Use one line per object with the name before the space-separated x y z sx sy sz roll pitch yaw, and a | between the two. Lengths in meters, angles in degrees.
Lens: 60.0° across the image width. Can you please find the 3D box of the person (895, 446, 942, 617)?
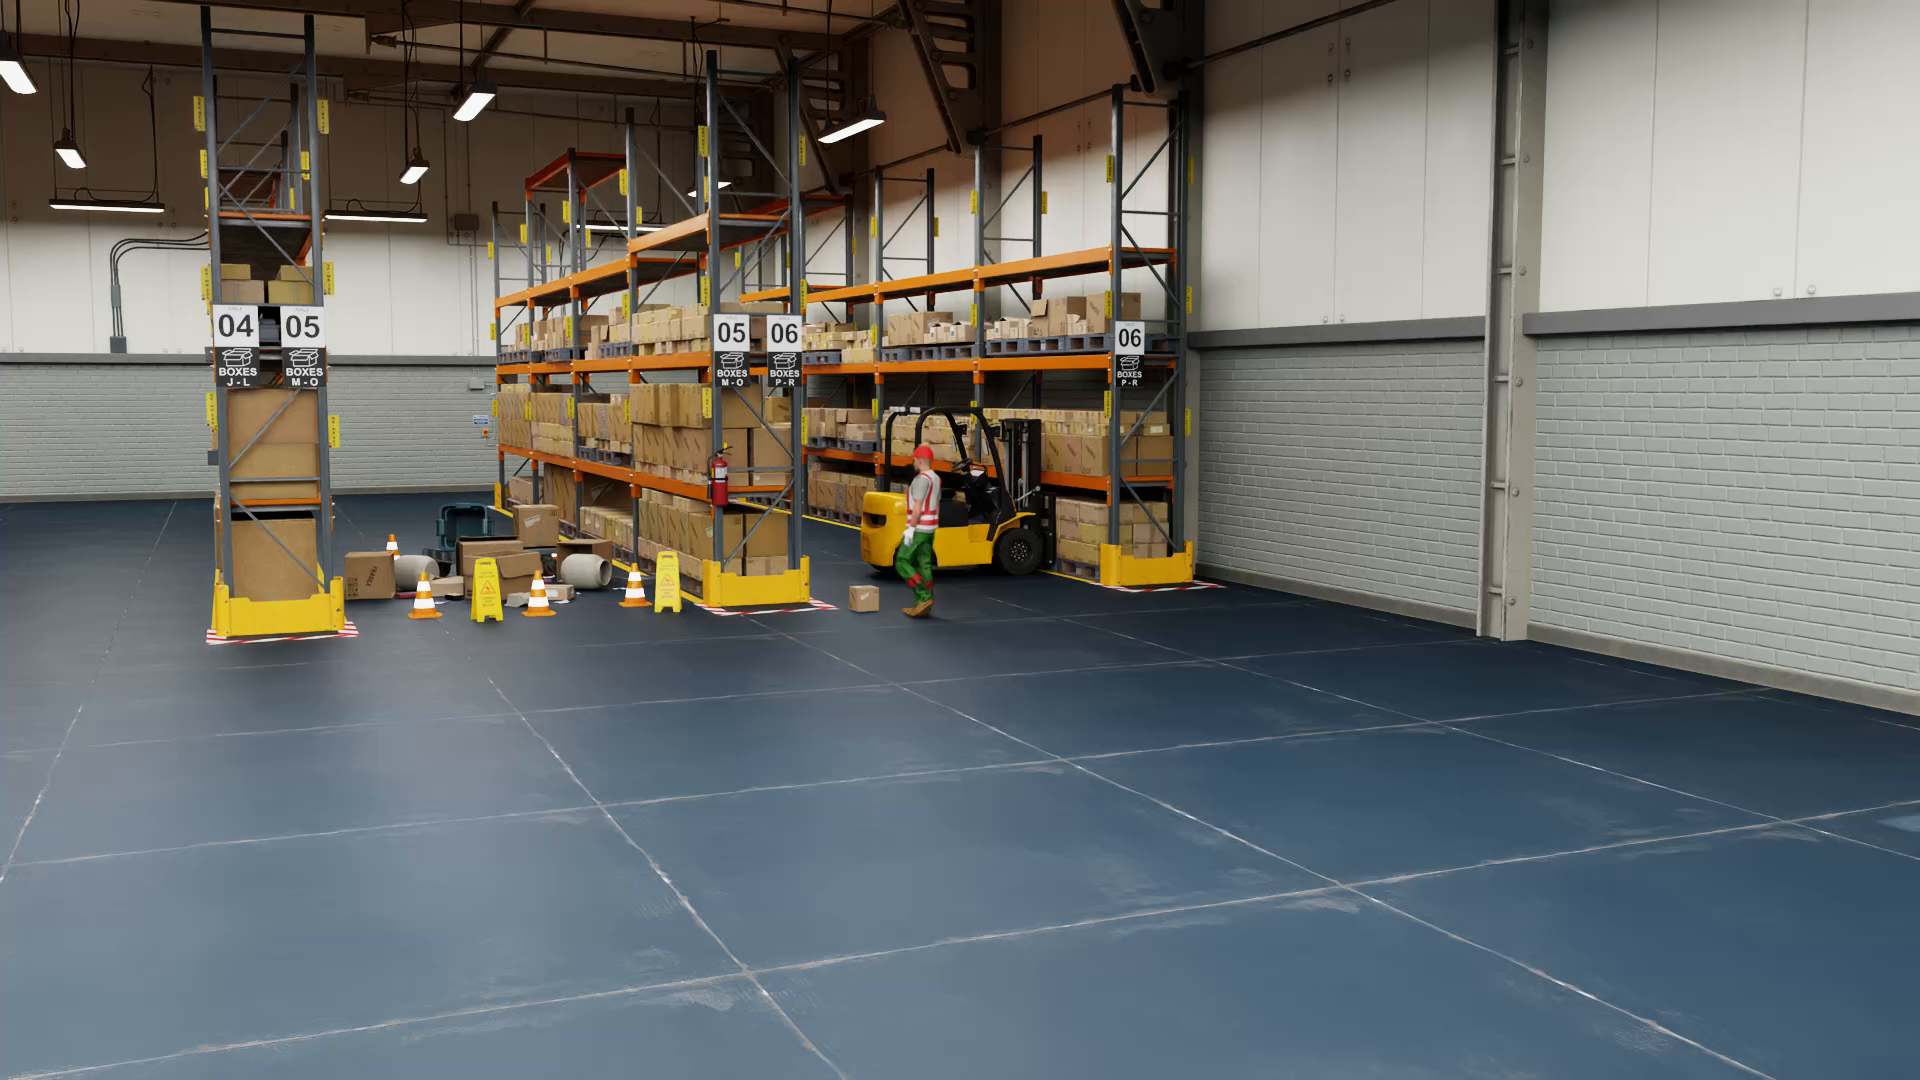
person | -0.438 -0.094 17.498 0.410 1.789 0.559 2 6 19
